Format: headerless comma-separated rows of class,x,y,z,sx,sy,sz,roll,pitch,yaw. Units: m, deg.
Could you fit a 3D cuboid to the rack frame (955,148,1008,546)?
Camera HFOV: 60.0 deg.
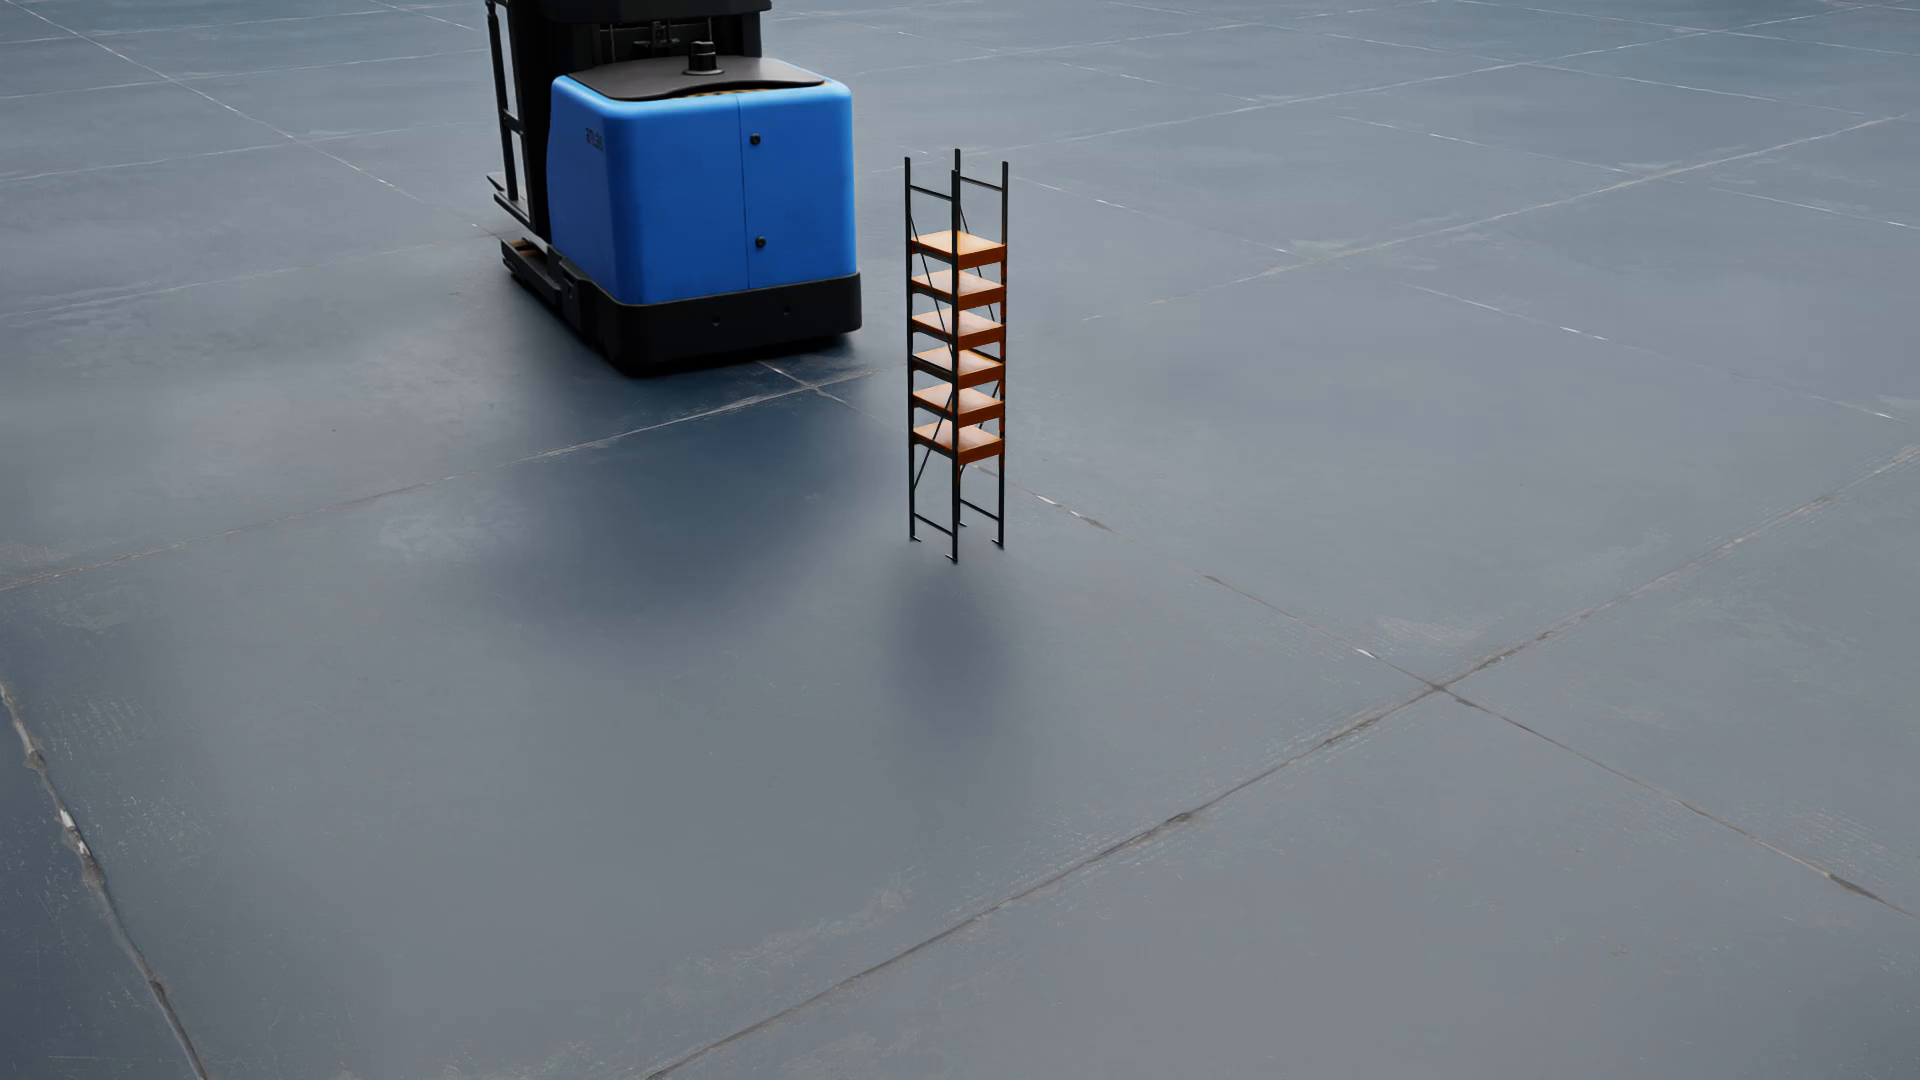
rack frame,0.061,-0.564,5.041,0.006,1.200,0.240,-18,31,-34

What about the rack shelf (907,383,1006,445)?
rack shelf,-0.011,-0.391,5.059,0.180,0.103,0.258,-18,31,-34

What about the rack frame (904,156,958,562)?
rack frame,-0.083,-0.517,4.938,0.006,1.200,0.240,-18,31,-34

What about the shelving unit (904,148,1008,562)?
shelving unit,-0.011,-0.540,4.989,0.189,1.200,0.258,-18,31,-34

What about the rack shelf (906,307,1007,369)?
rack shelf,-0.011,-0.609,4.957,0.180,0.103,0.258,-18,31,-34

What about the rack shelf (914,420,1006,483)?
rack shelf,-0.011,-0.282,5.109,0.180,0.103,0.258,-18,31,-34

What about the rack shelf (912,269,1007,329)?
rack shelf,-0.011,-0.718,4.907,0.180,0.103,0.258,-18,31,-34

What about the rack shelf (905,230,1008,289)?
rack shelf,-0.011,-0.827,4.856,0.180,0.103,0.258,-18,31,-34

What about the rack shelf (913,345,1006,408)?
rack shelf,-0.011,-0.500,5.008,0.180,0.103,0.258,-18,31,-34

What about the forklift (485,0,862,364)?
forklift,-1.549,-2.610,7.392,1.130,2.935,3.031,-13,28,-25
